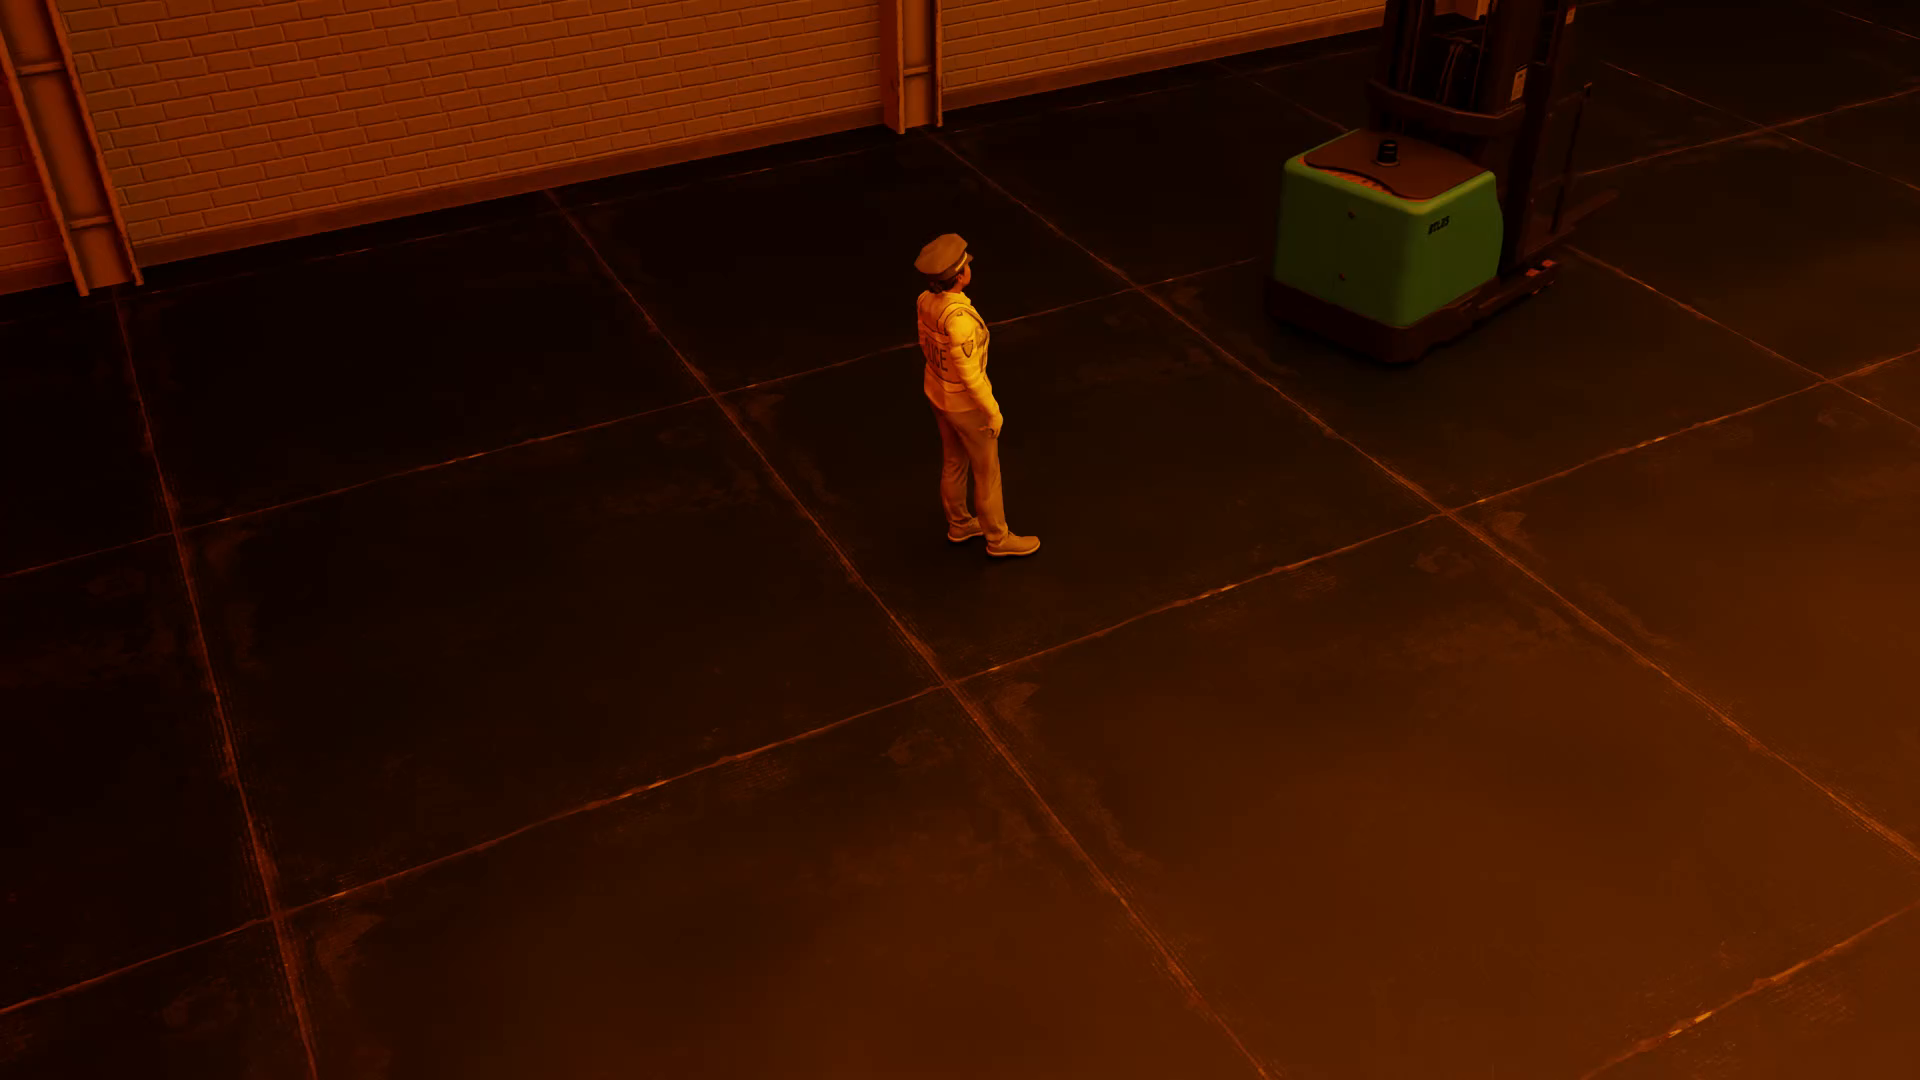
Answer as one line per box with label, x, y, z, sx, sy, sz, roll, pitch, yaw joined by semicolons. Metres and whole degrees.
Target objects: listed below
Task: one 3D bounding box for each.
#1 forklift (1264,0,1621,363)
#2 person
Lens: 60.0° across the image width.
forklift;3.351;-3.004;10.373;3.031;2.935;1.130;-29;45;-35
person;0.063;-0.713;8.190;0.531;1.695;0.588;-17;39;-23
